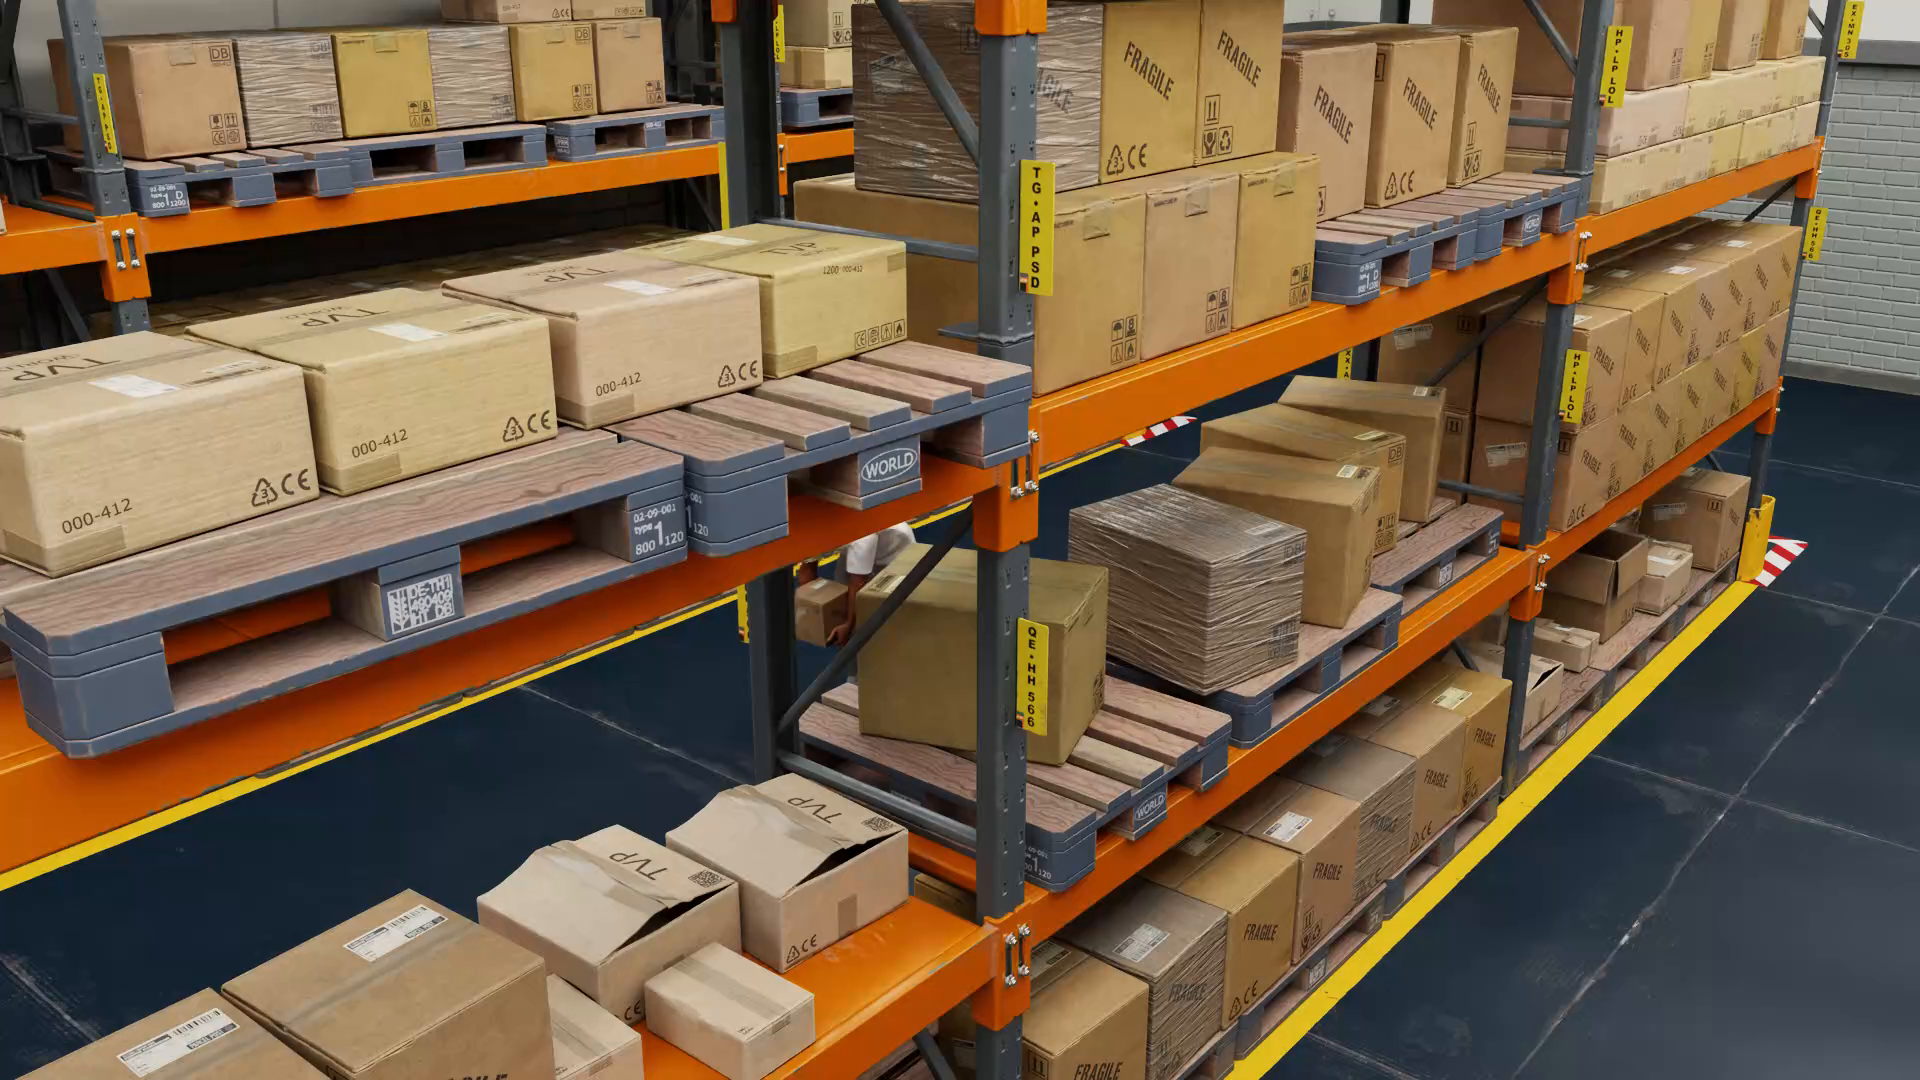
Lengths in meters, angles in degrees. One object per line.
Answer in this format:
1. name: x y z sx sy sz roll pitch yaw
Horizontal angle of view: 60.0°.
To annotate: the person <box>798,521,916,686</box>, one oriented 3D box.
1. person: -0.588 0.272 8.747 0.488 1.454 0.857 15 25 35
